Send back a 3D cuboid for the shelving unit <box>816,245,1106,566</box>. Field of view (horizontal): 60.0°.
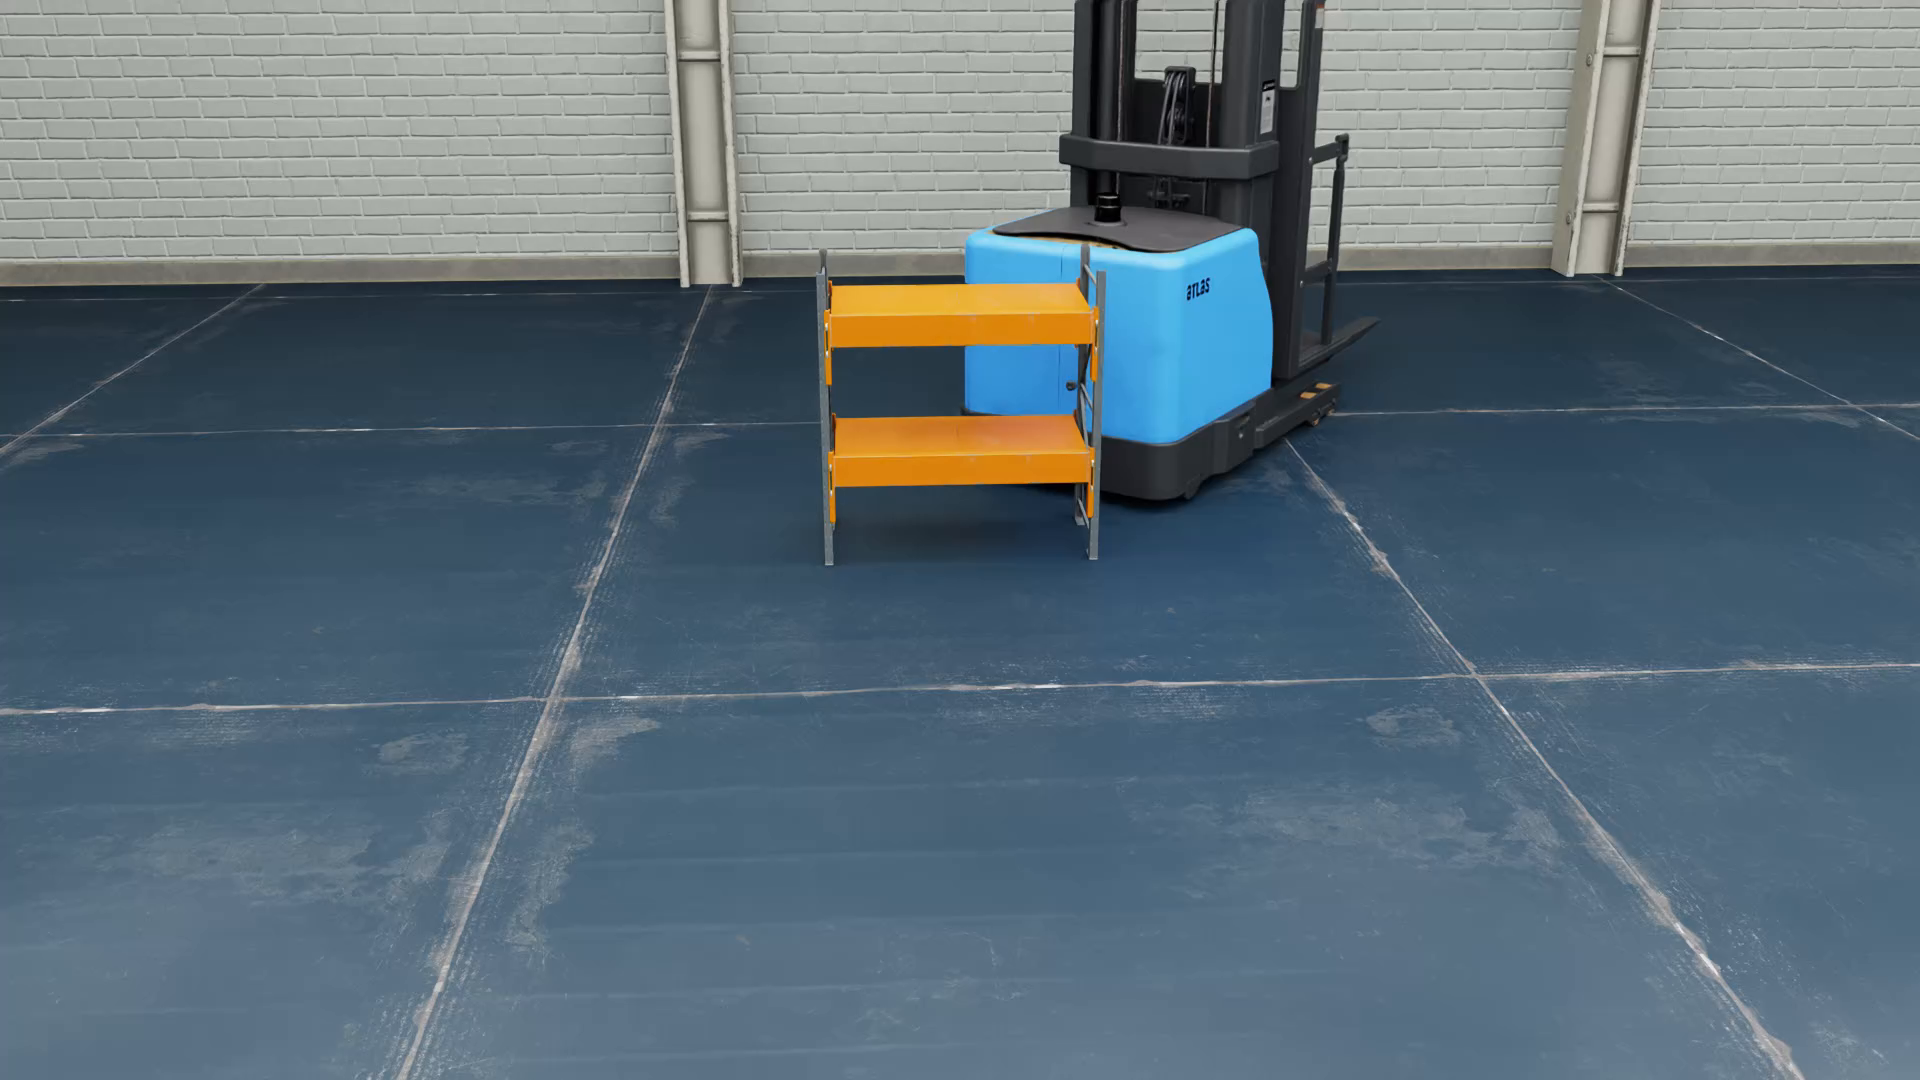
[{"bbox_3d":[-0.007,-0.526,6.420,1.048,1.125,0.538,-1,21,-3],"label":"shelving unit"}]

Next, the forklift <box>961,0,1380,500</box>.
[{"bbox_3d":[1.228,-2.004,7.765,1.130,2.935,3.031,13,24,30],"label":"forklift"}]

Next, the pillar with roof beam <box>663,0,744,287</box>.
[{"bbox_3d":[-1.419,-4.413,5.564,0.400,9.000,9.100,-1,21,-3],"label":"pillar with roof beam"}]

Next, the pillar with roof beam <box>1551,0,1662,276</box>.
[{"bbox_3d":[4.572,-4.535,5.884,0.400,9.000,9.100,-1,21,-3],"label":"pillar with roof beam"}]

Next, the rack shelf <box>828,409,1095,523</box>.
[{"bbox_3d":[-0.007,-0.297,6.507,1.000,0.278,0.538,-1,21,-3],"label":"rack shelf"}]

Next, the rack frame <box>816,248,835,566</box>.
[{"bbox_3d":[-0.514,-0.515,6.393,0.032,1.125,0.500,-1,21,-3],"label":"rack frame"}]

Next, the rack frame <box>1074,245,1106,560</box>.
[{"bbox_3d":[0.501,-0.536,6.448,0.032,1.125,0.500,-1,21,-3],"label":"rack frame"}]

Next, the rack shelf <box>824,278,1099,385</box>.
[{"bbox_3d":[-0.007,-0.799,6.316,1.000,0.278,0.538,-1,21,-3],"label":"rack shelf"}]
